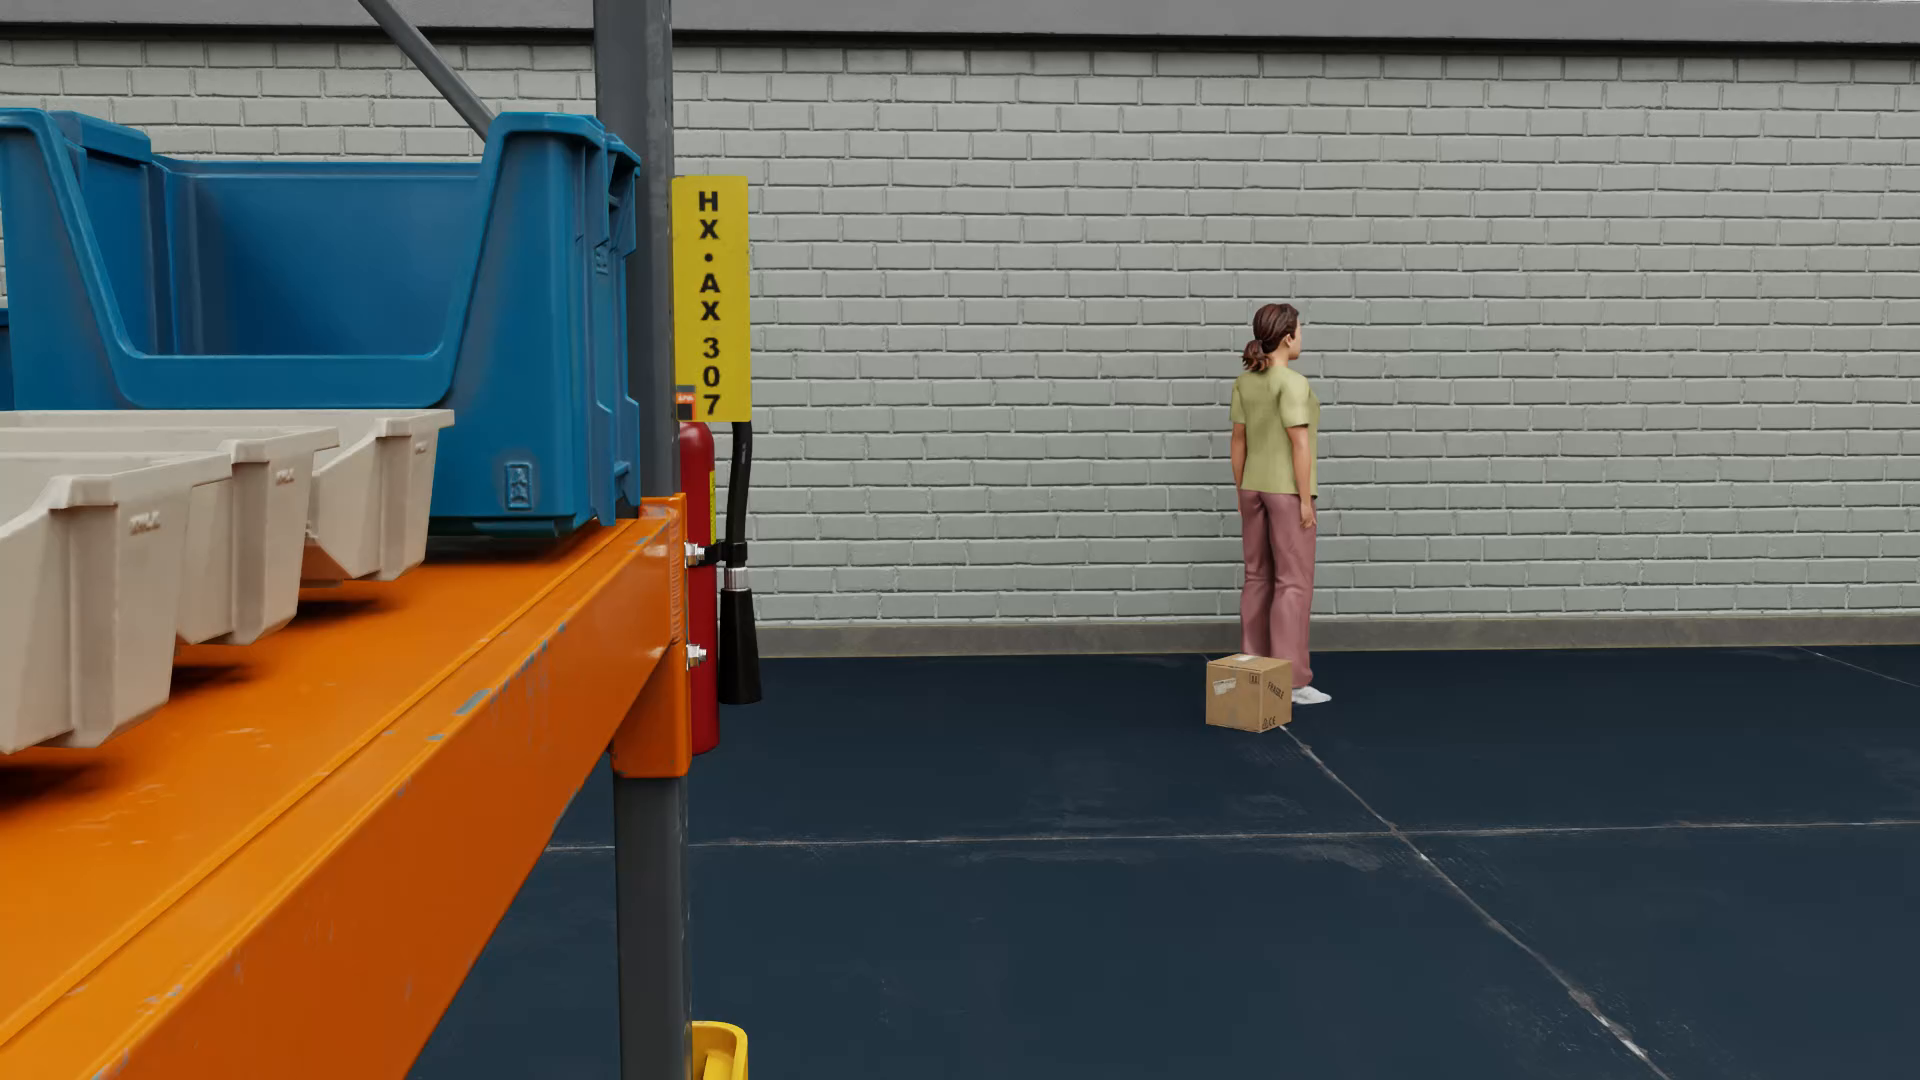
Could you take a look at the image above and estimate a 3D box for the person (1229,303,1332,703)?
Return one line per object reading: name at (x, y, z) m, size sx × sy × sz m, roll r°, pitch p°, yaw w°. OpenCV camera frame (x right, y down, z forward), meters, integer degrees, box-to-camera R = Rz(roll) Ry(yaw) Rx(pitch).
person at (1.358, -0.147, 7.081) m, size 0.387 × 1.703 × 0.436 m, roll -4°, pitch 8°, yaw -32°
